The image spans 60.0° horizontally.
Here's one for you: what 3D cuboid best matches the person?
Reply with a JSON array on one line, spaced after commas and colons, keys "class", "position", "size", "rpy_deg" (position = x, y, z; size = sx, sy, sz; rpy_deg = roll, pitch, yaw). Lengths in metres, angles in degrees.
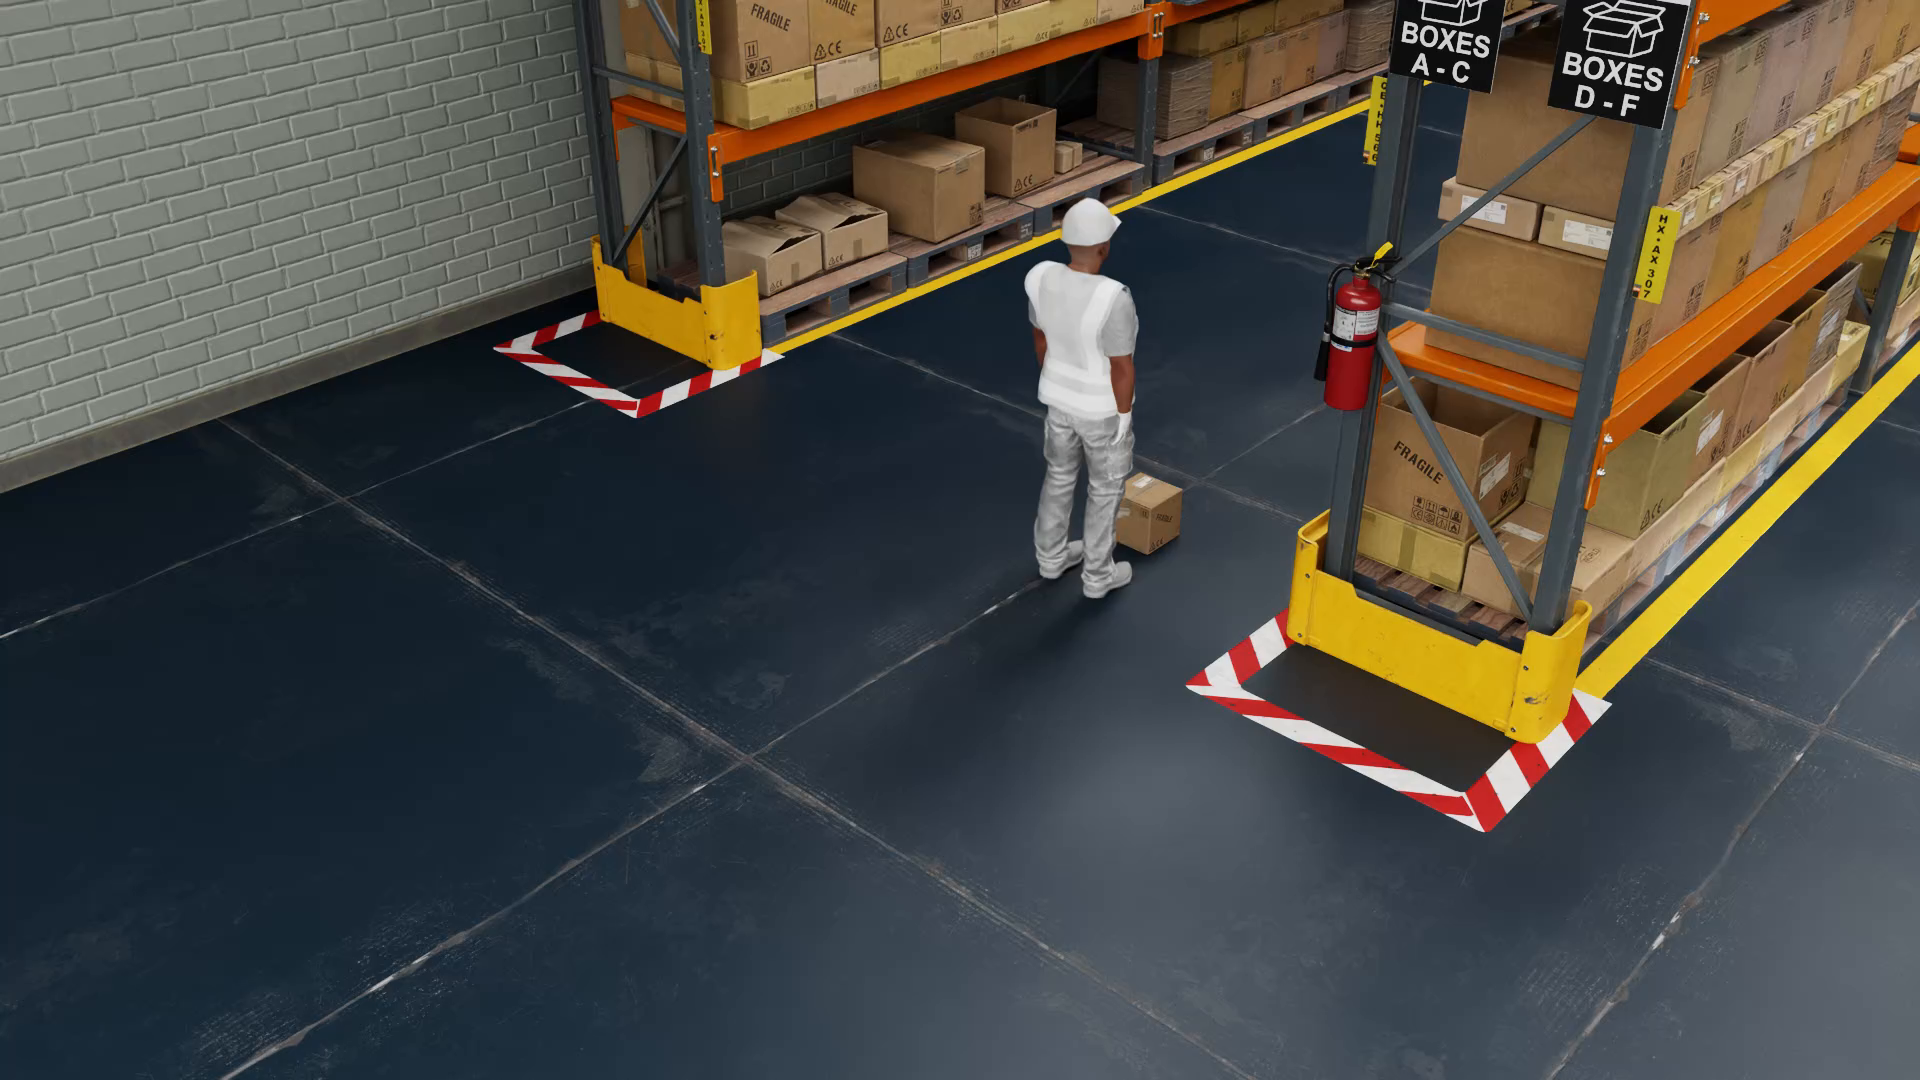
[{"class": "person", "position": [0.538, -0.602, 7.111], "size": [0.549, 1.785, 0.381], "rpy_deg": [26, 40, 36]}]
